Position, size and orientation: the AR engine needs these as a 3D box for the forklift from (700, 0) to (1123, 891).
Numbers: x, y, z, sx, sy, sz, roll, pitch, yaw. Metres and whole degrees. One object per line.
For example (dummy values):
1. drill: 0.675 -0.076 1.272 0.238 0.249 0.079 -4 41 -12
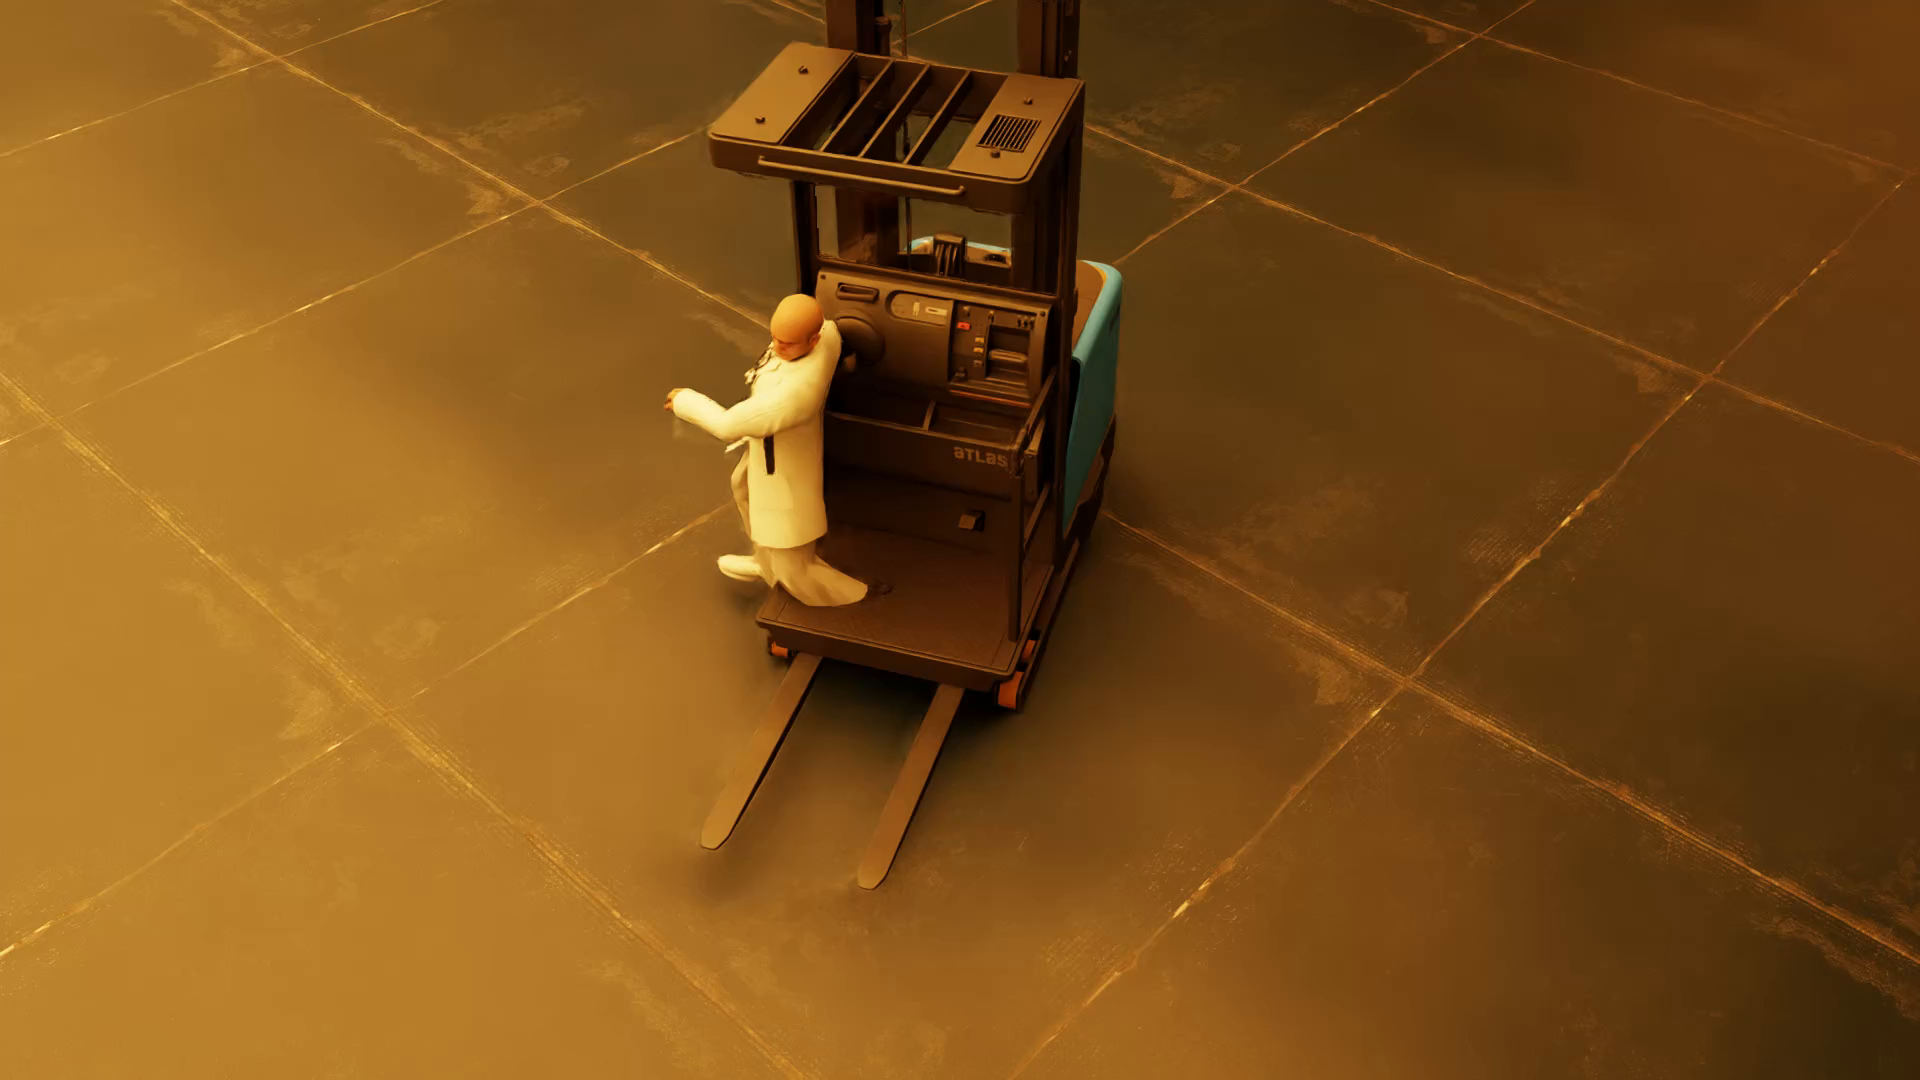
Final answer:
1. forklift: -0.178 -0.708 6.254 1.130 2.935 3.031 11 42 13

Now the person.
1. person: -0.706 -0.365 6.730 0.922 1.671 0.798 -1 41 -1
